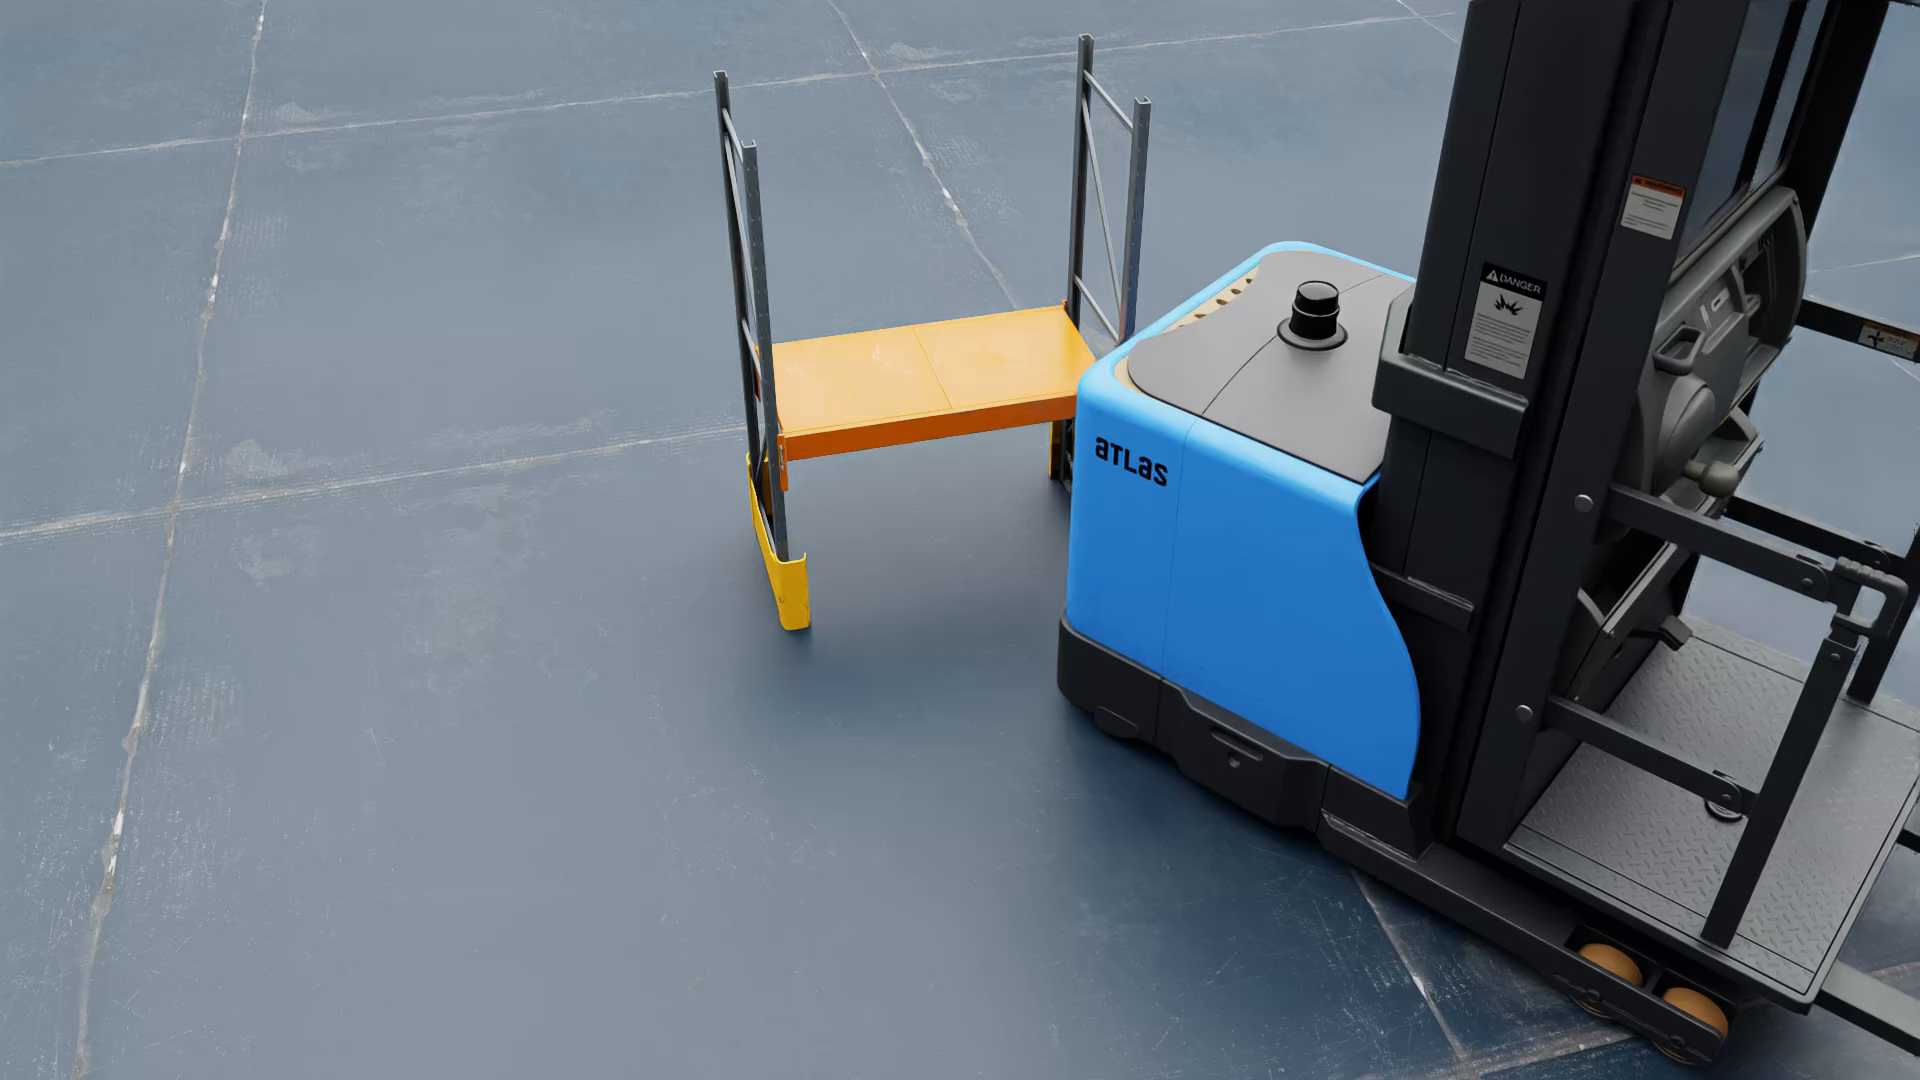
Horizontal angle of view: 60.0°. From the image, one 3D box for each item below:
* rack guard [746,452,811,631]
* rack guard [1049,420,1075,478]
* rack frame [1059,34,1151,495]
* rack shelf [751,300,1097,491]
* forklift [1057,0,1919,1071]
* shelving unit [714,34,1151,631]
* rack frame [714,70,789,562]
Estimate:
[{"bbox_3d":[-0.554,-0.008,5.055,0.087,0.250,0.587,-9,38,-12],"label":"rack guard"},{"bbox_3d":[0.407,-0.166,5.261,0.087,0.250,0.587,-9,38,-12],"label":"rack guard"},{"bbox_3d":[0.408,-0.663,4.882,0.032,1.500,0.500,-9,38,-12],"label":"rack frame"},{"bbox_3d":[-0.082,-0.439,4.886,1.000,0.185,0.538,-9,38,-12],"label":"rack shelf"},{"bbox_3d":[1.724,-0.361,3.309,3.031,2.935,1.130,27,45,31],"label":"forklift"},{"bbox_3d":[-0.074,-0.584,4.779,1.083,1.500,0.587,-9,38,-12],"label":"shelving unit"},{"bbox_3d":[-0.573,-0.502,4.671,0.032,1.500,0.500,-9,38,-12],"label":"rack frame"}]
